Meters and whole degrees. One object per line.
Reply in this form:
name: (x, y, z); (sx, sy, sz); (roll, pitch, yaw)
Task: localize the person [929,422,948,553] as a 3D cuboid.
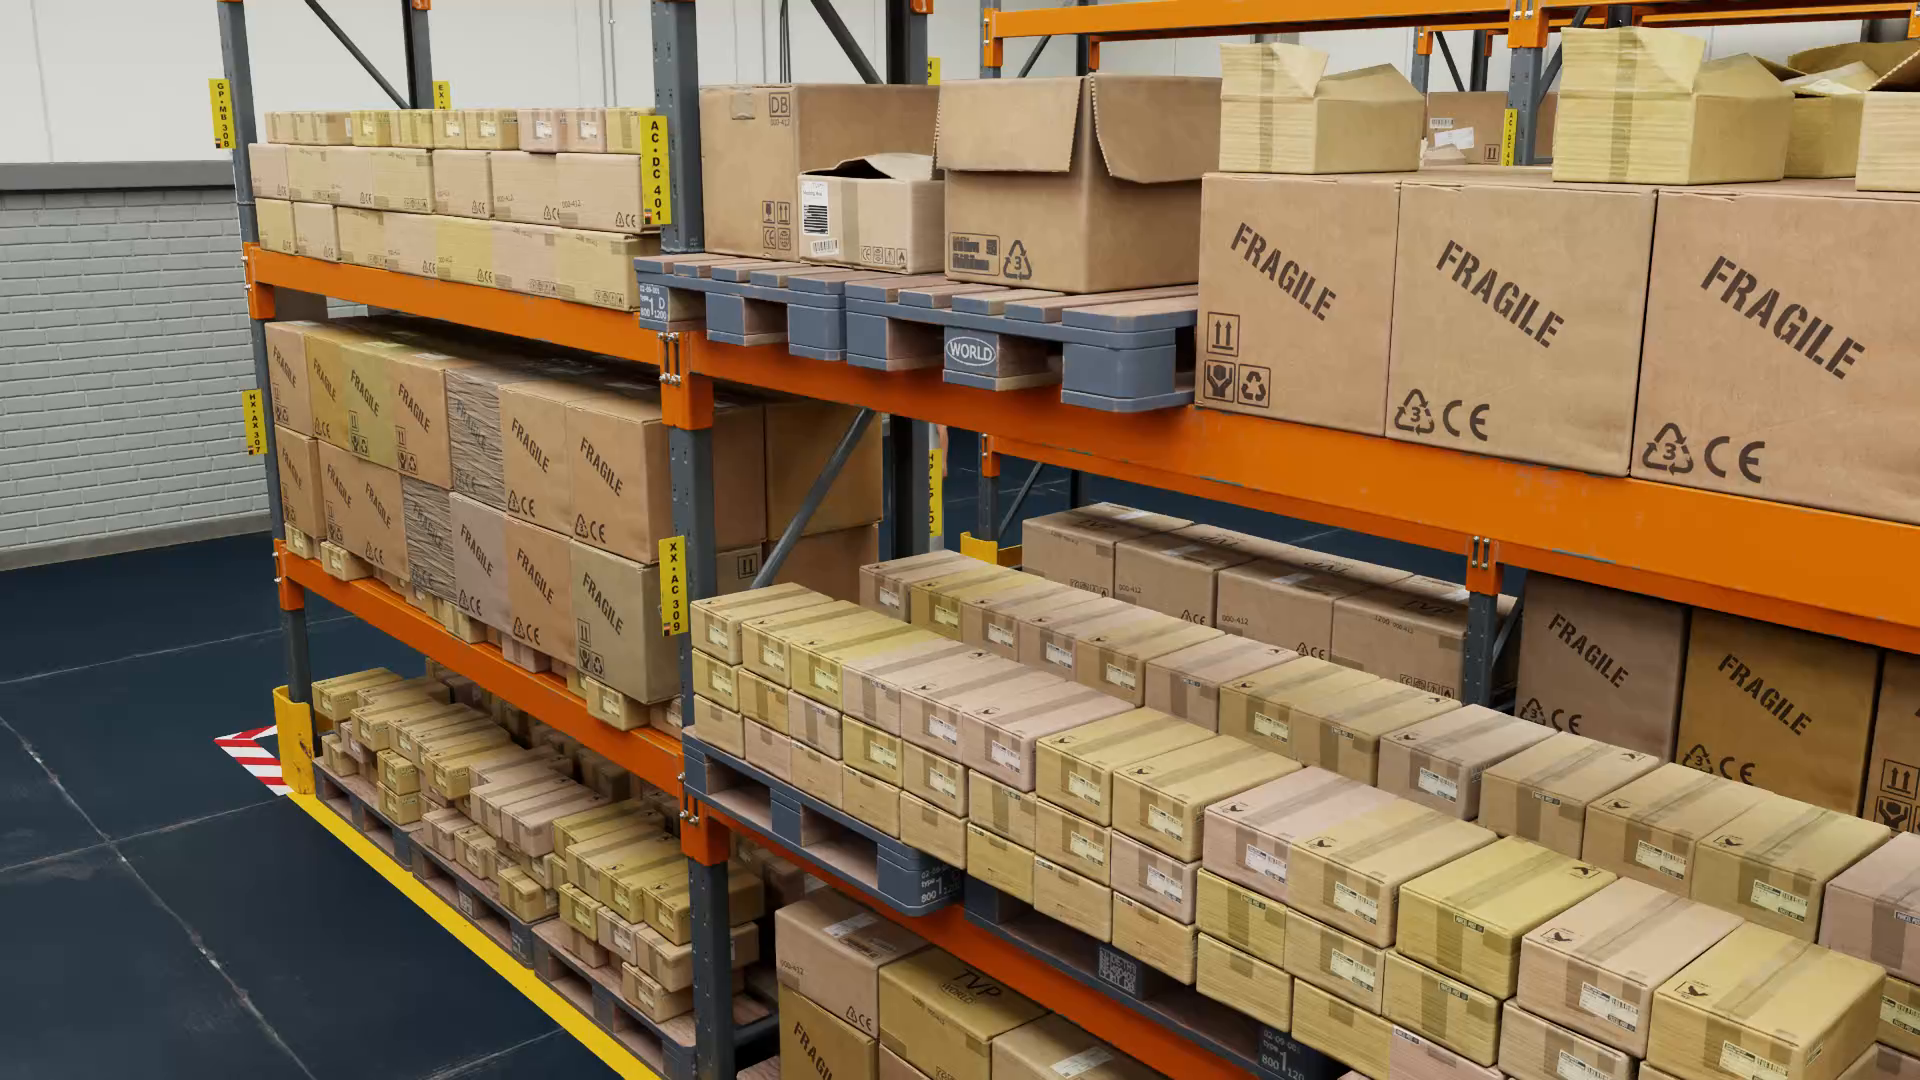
person: (-0.274, -0.630, 12.941); (0.413, 1.691, 0.490); (-4, 15, -17)
